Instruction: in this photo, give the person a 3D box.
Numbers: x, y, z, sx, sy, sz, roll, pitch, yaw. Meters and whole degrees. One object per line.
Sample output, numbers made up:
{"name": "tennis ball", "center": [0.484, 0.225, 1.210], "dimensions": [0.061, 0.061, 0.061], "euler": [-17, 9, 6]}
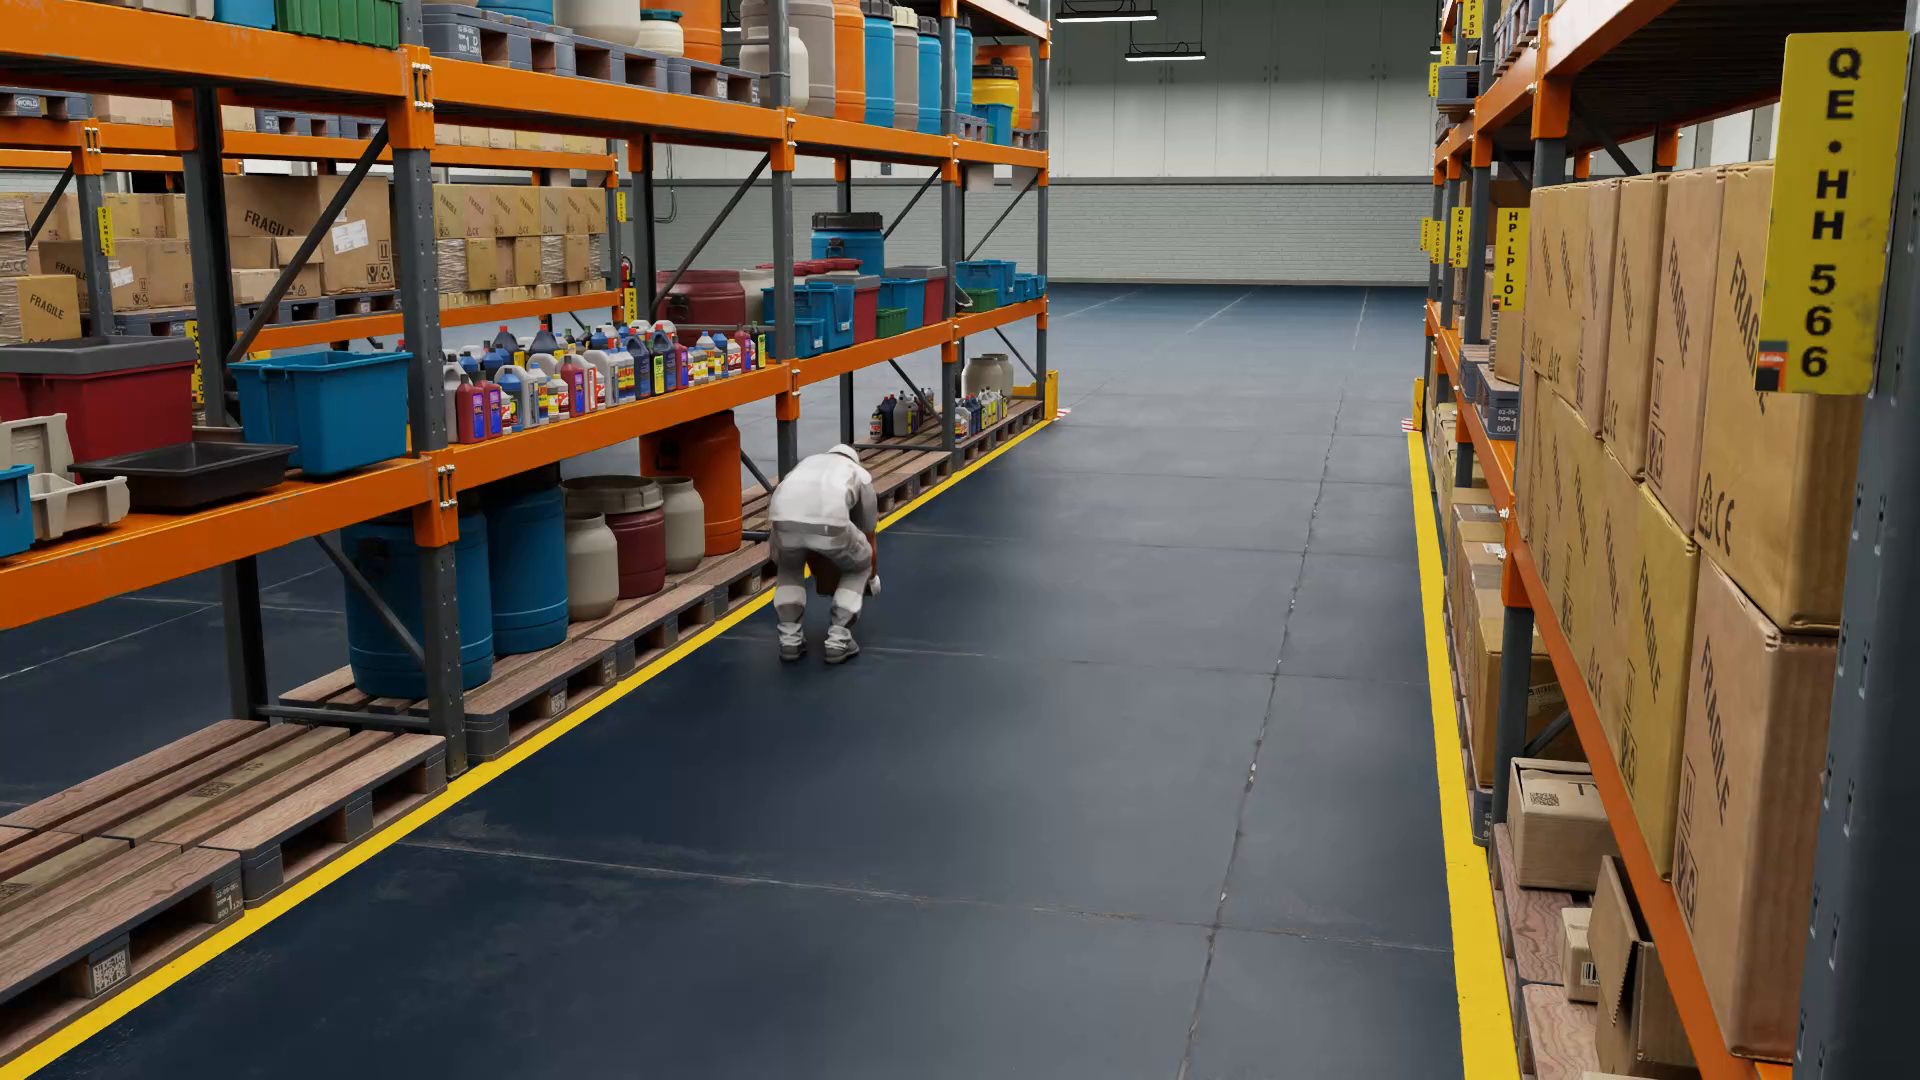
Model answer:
{"name": "person", "center": [-0.692, 0.062, 8.549], "dimensions": [0.535, 1.011, 0.958], "euler": [2, 12, 11]}
